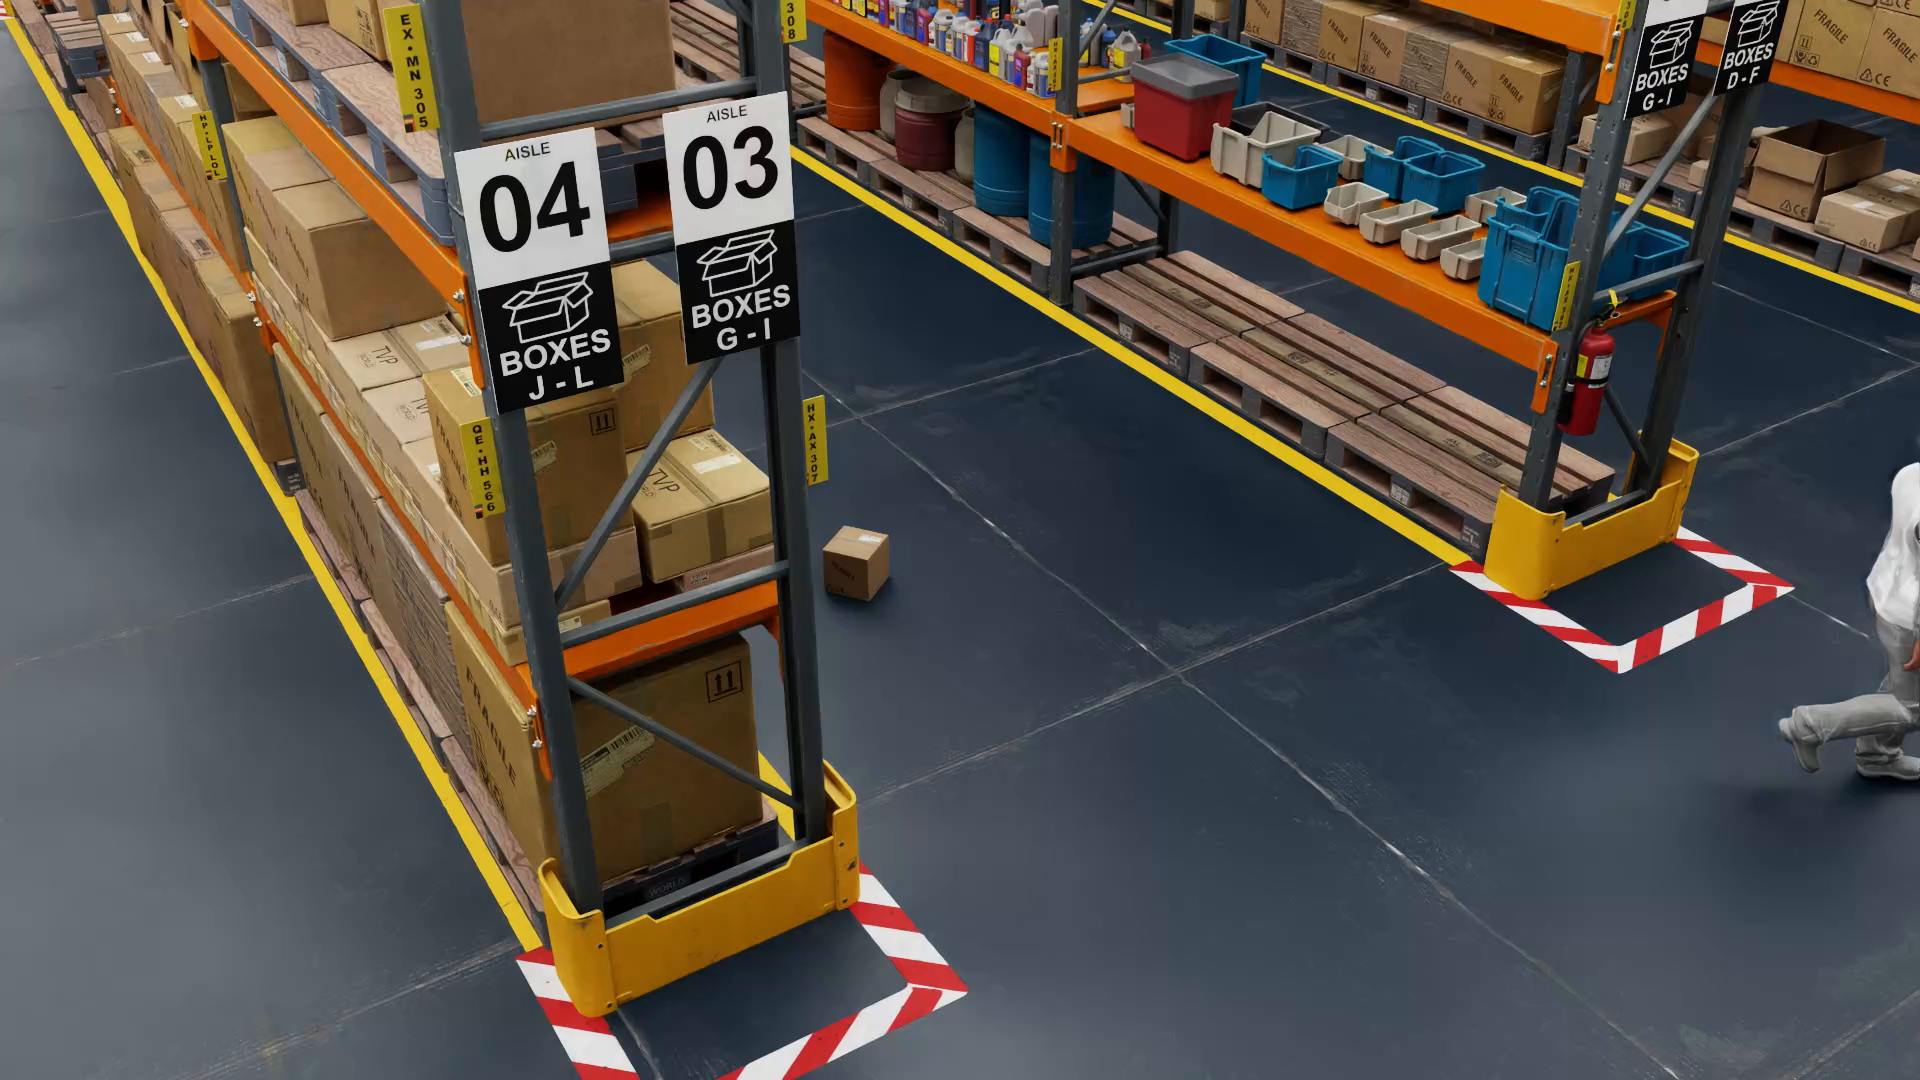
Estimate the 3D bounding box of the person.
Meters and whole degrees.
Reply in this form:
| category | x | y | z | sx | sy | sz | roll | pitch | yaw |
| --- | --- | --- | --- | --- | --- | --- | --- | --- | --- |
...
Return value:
| category | x | y | z | sx | sy | sz | roll | pitch | yaw |
| --- | --- | --- | --- | --- | --- | --- | --- | --- | --- |
| person | 3.799 | 0.266 | 6.669 | 0.696 | 1.756 | 0.542 | 7 | 33 | 12 |
